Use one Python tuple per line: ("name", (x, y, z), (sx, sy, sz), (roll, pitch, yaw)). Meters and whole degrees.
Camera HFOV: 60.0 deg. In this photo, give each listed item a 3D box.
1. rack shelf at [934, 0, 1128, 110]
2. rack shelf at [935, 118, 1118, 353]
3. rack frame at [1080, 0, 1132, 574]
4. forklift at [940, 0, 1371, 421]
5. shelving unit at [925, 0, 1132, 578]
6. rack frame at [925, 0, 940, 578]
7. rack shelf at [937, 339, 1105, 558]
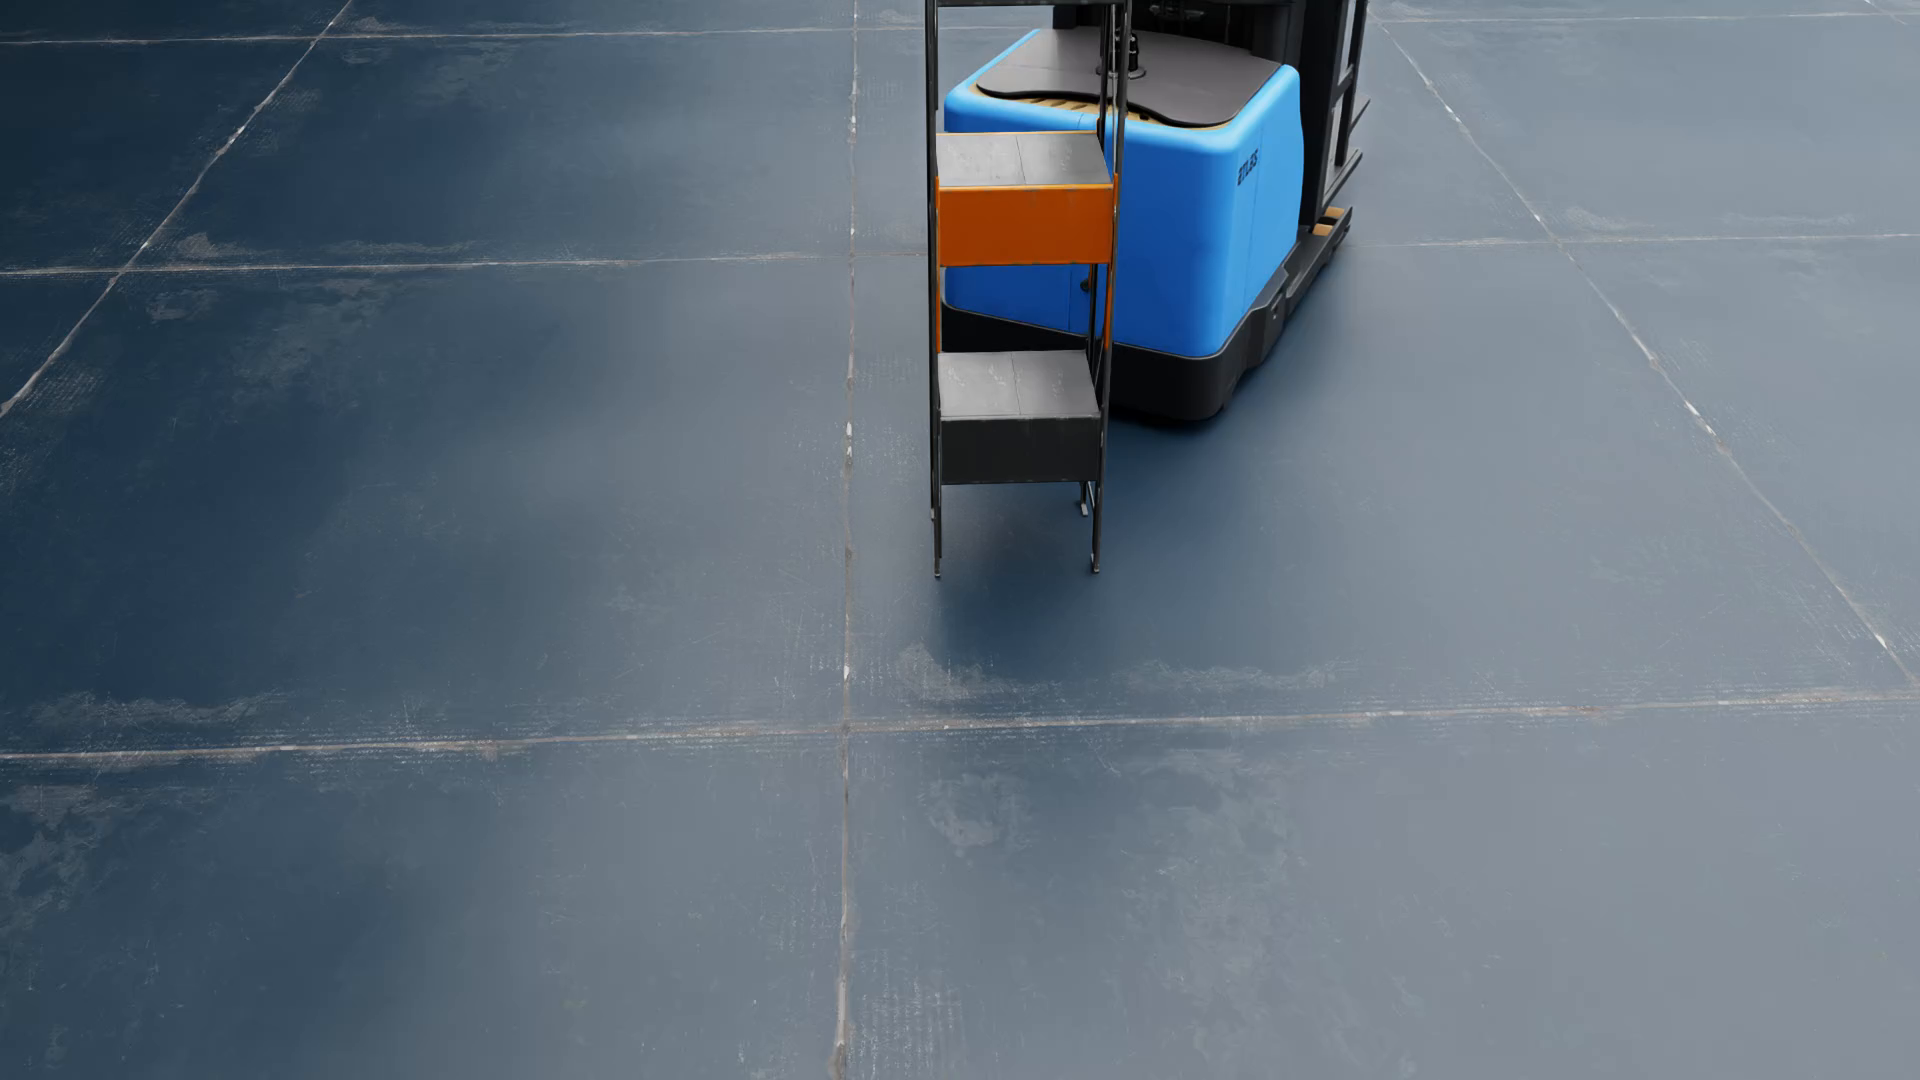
("rack shelf", (0.165, -1.432, 4.268), (0.480, 0.518, 0.431), (-2, 35, -2))
("rack shelf", (0.165, -0.857, 4.667), (0.480, 0.518, 0.431), (-2, 35, -2))
("rack frame", (0.409, -0.874, 4.668), (0.015, 2.100, 0.400), (-2, 35, -2))
("forklift", (1.009, -2.443, 6.204), (1.130, 2.935, 3.031), (15, 37, 20))
("shelving unit", (0.165, -0.868, 4.659), (0.503, 2.100, 0.431), (-2, 35, -2))
("rack frame", (-0.078, -0.861, 4.649), (0.015, 2.100, 0.400), (-2, 35, -2))
("rack shelf", (0.165, -0.281, 5.065), (0.480, 0.518, 0.431), (-2, 35, -2))
